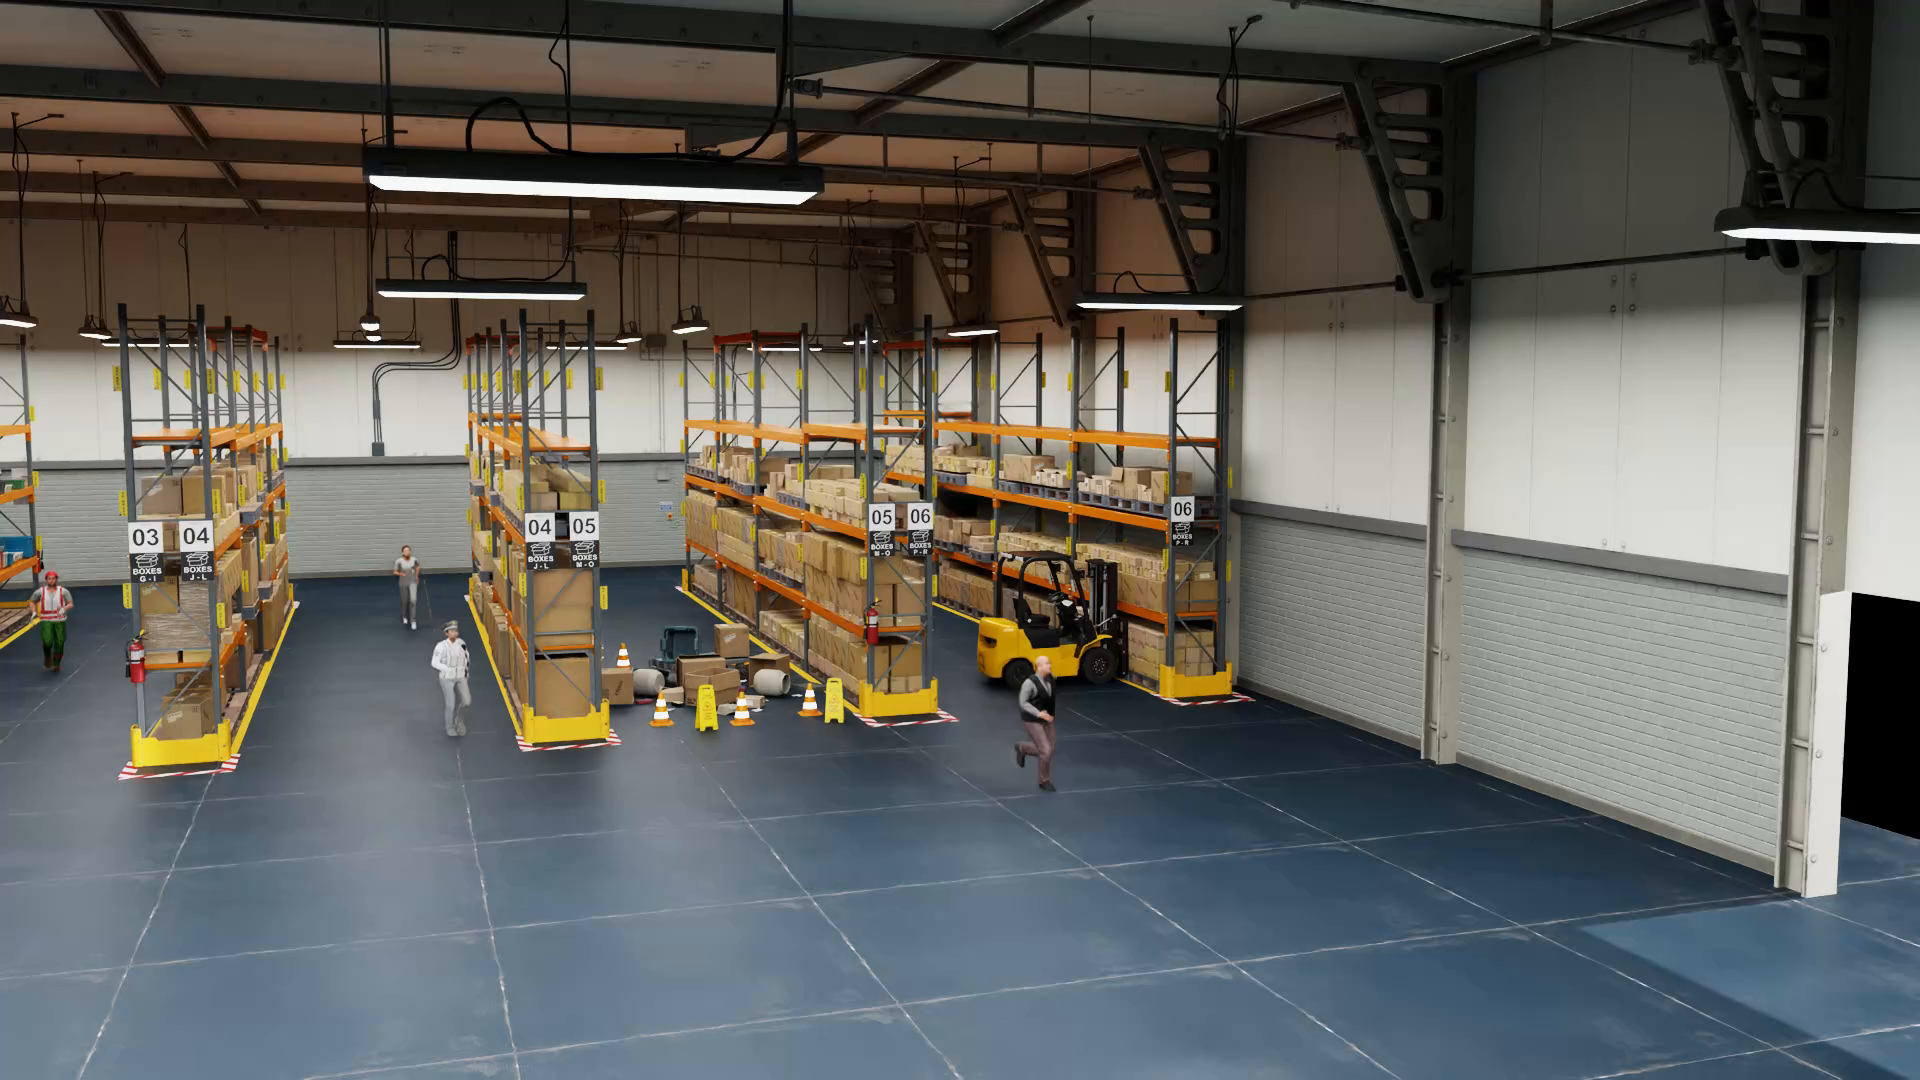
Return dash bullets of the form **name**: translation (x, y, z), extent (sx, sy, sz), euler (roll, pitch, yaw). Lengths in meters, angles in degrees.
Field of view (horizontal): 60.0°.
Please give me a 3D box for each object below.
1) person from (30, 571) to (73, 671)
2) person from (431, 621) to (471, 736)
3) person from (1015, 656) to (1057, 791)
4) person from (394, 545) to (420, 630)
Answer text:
- **person**: translation (-15.641, 1.403, 28.665), extent (0.664, 1.739, 0.603), euler (-3, 6, -31)
- **person**: translation (-7.105, 1.953, 23.366), extent (0.618, 1.663, 0.597), euler (-4, 7, -38)
- **person**: translation (0.938, 2.245, 20.541), extent (0.703, 1.684, 0.688), euler (5, 7, 41)
- **person**: translation (-11.298, 0.940, 33.996), extent (0.518, 1.696, 0.887), euler (-2, 6, -19)
